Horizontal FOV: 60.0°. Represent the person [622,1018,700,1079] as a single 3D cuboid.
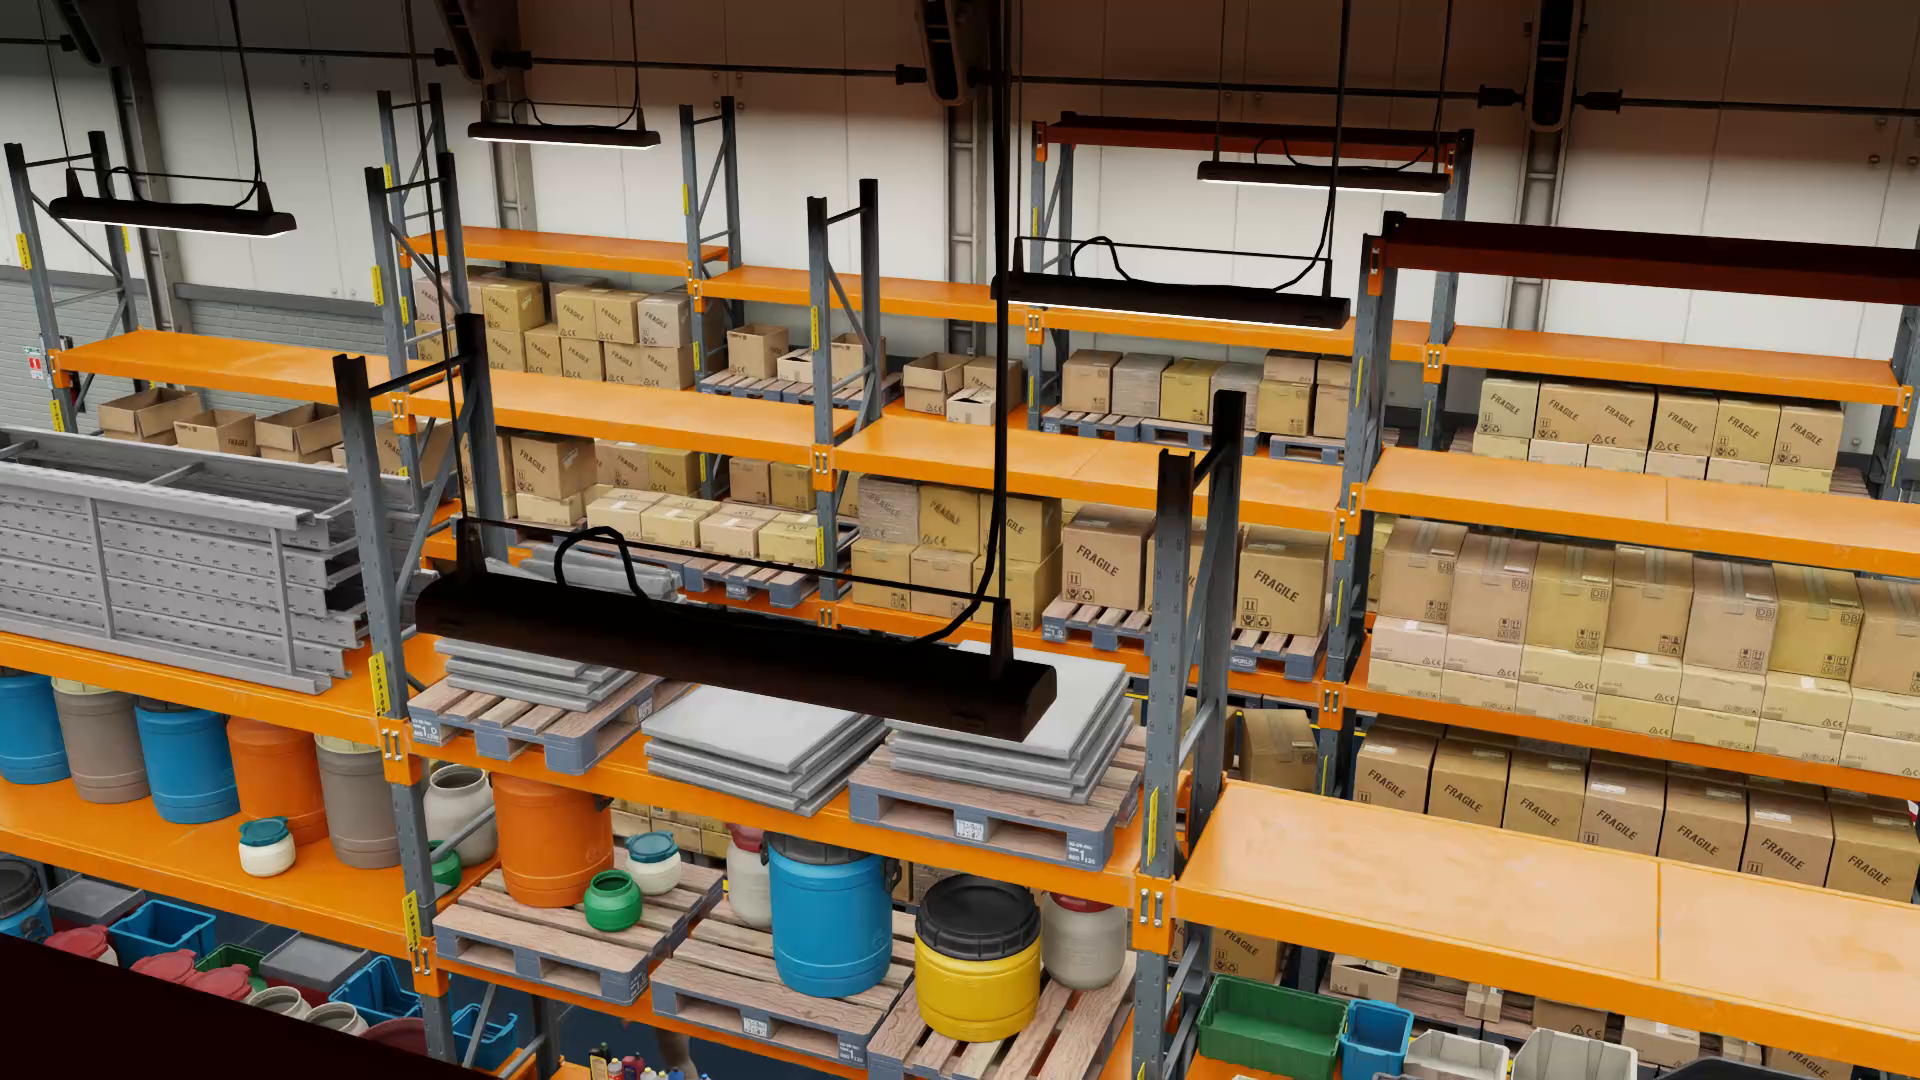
[{"bbox_3d":[-2.035,3.224,11.517,0.695,1.740,0.586,12,24,28],"label":"person"}]
